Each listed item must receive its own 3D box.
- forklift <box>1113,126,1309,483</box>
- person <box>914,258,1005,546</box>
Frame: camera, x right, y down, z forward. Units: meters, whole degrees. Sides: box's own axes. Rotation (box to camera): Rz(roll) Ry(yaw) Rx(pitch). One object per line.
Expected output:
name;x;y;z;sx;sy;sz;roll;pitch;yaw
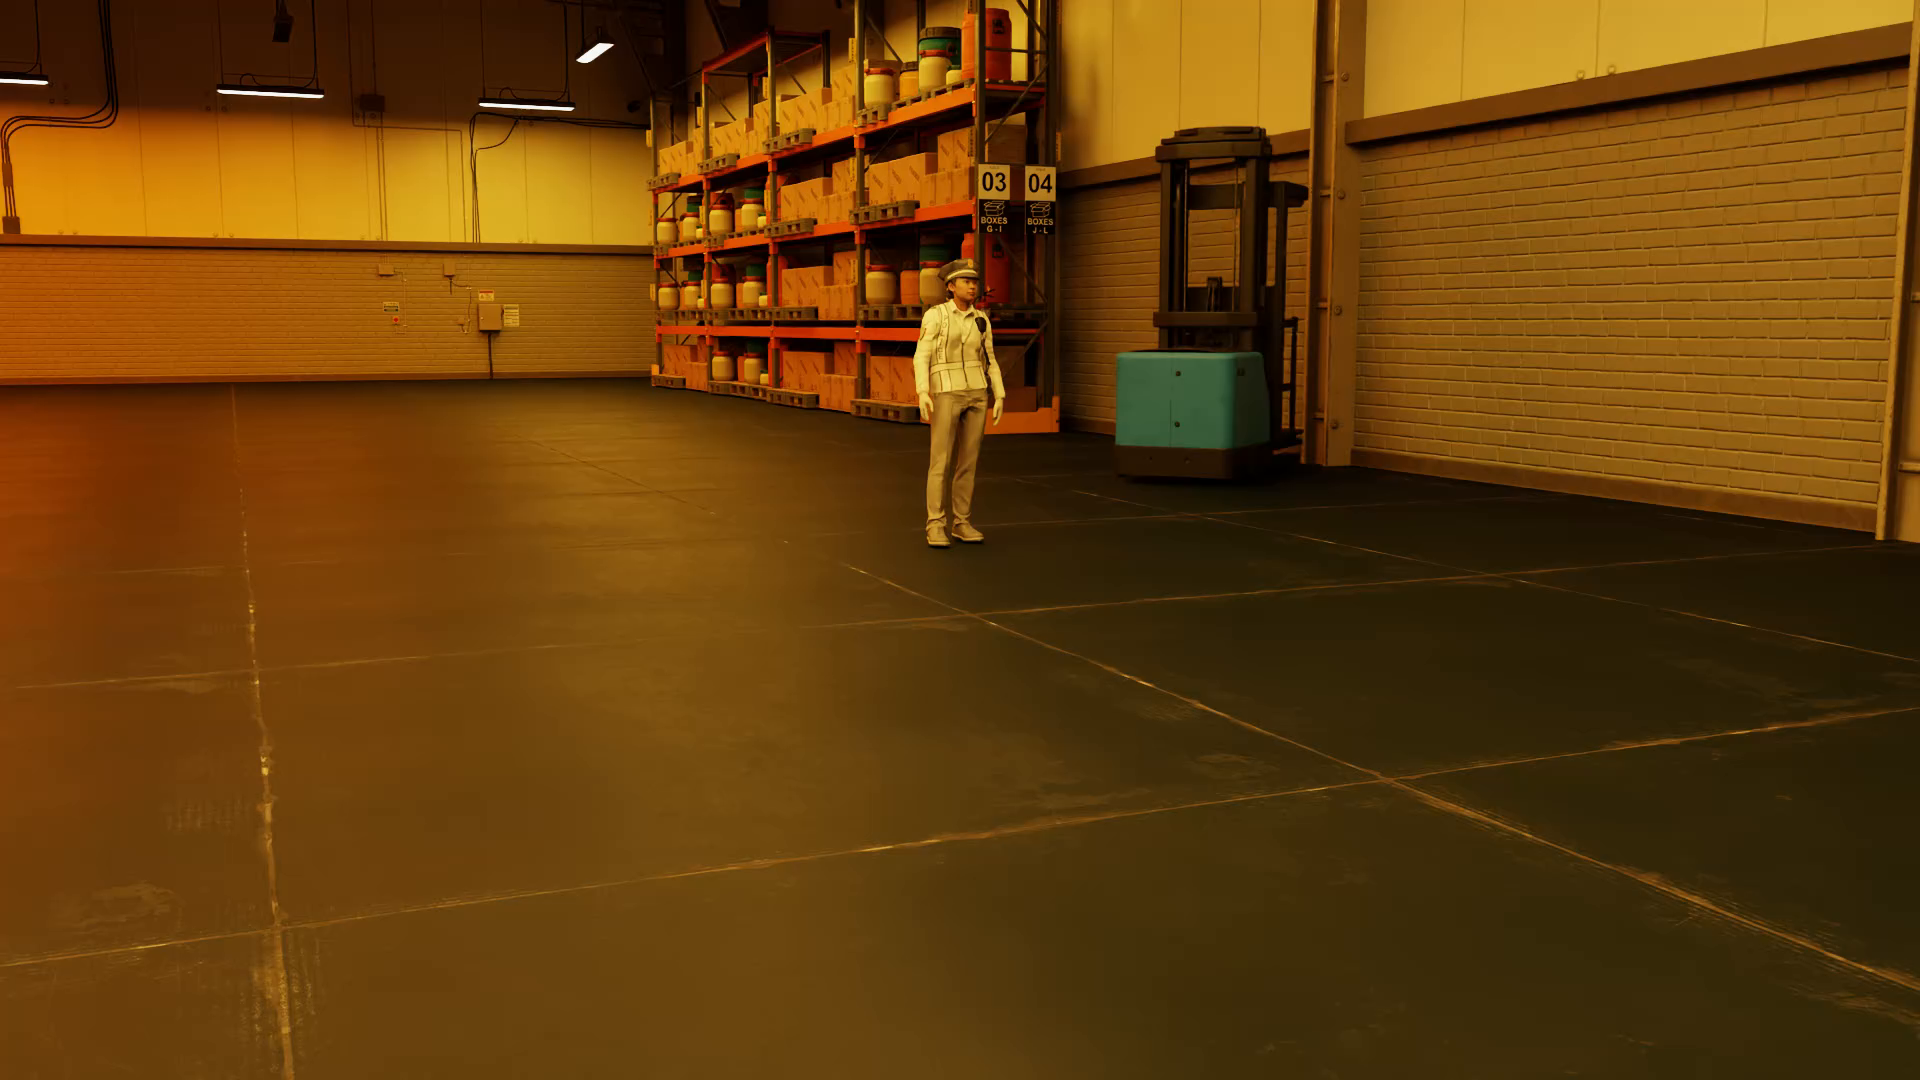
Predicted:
forklift;2.396;-2.071;14.653;1.130;2.935;3.031;4;8;27
person;0.021;-0.838;9.977;0.587;1.694;0.530;-3;8;-23
